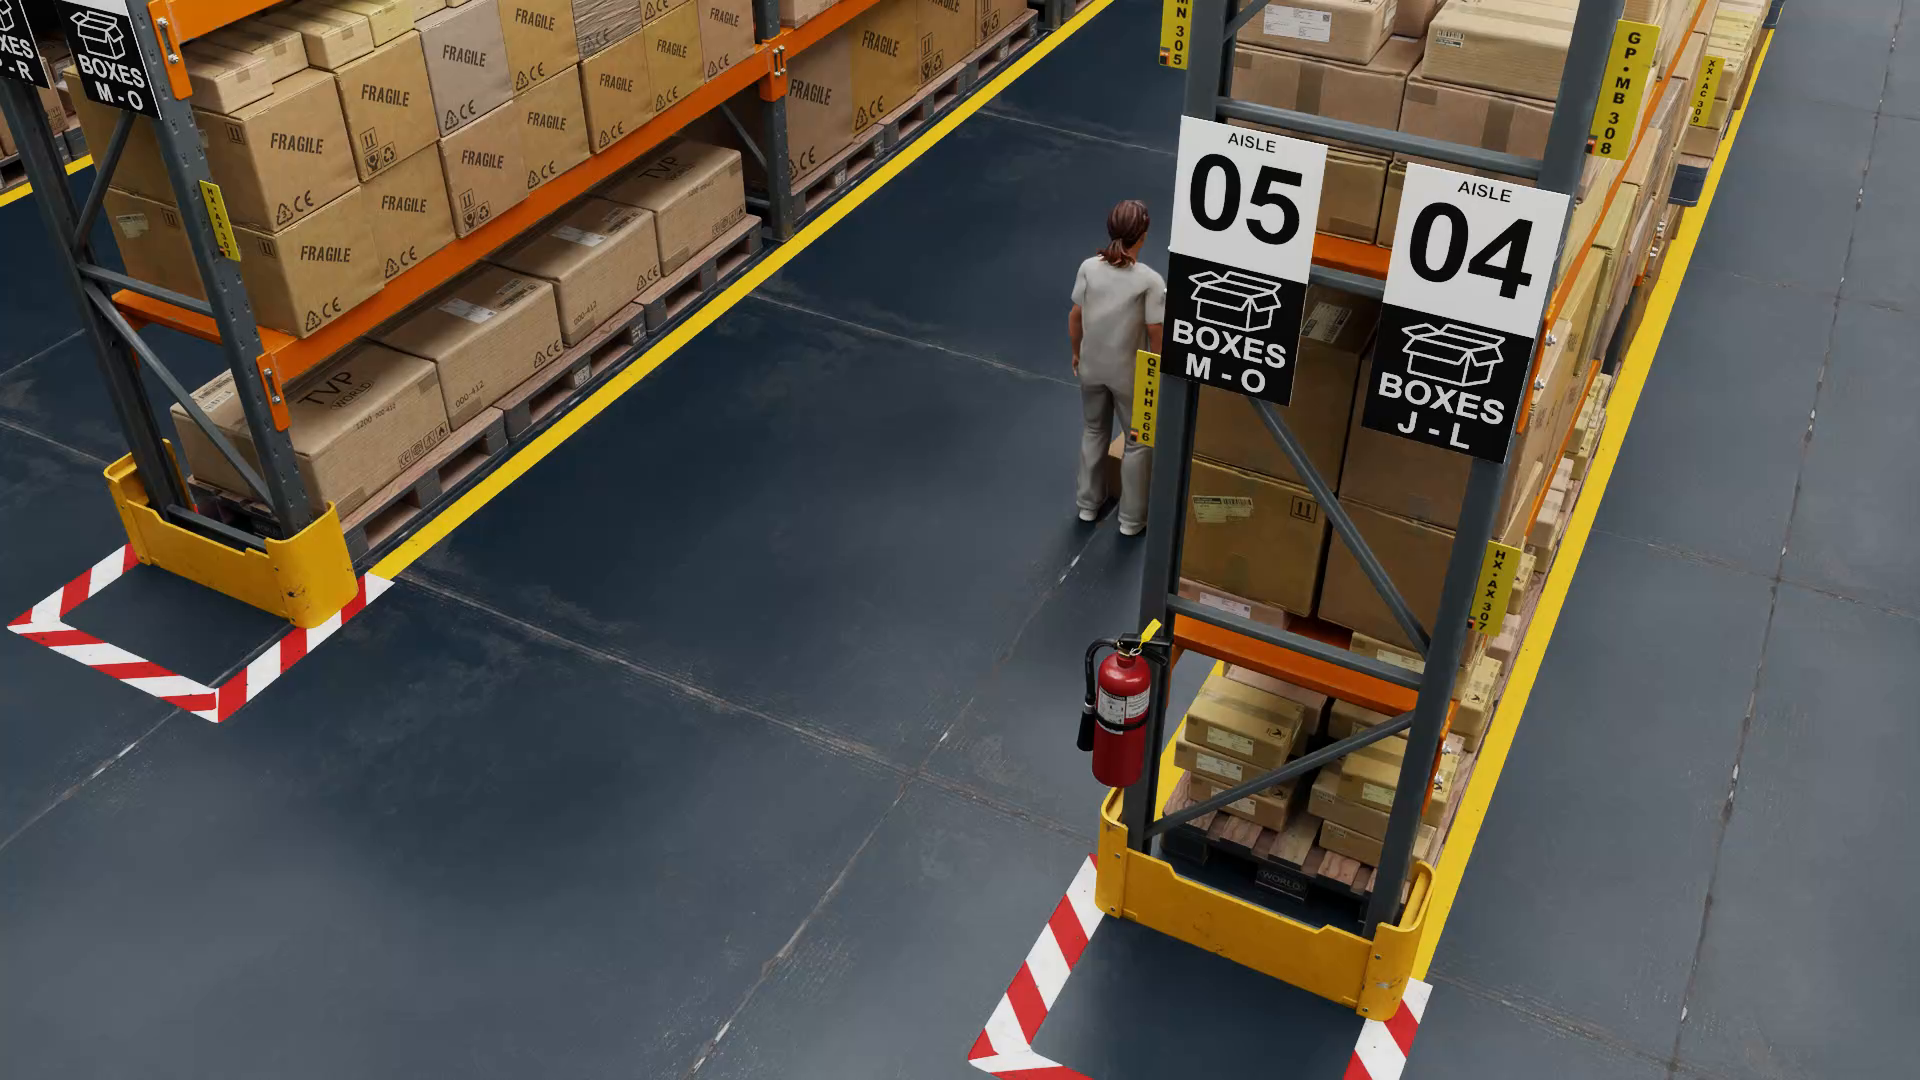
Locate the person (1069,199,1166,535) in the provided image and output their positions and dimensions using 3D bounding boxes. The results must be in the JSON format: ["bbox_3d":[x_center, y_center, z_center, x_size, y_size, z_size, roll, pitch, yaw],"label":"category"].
[{"bbox_3d":[0.745,-0.791,7.759,0.514,1.672,0.355,20,42,23],"label":"person"}]
